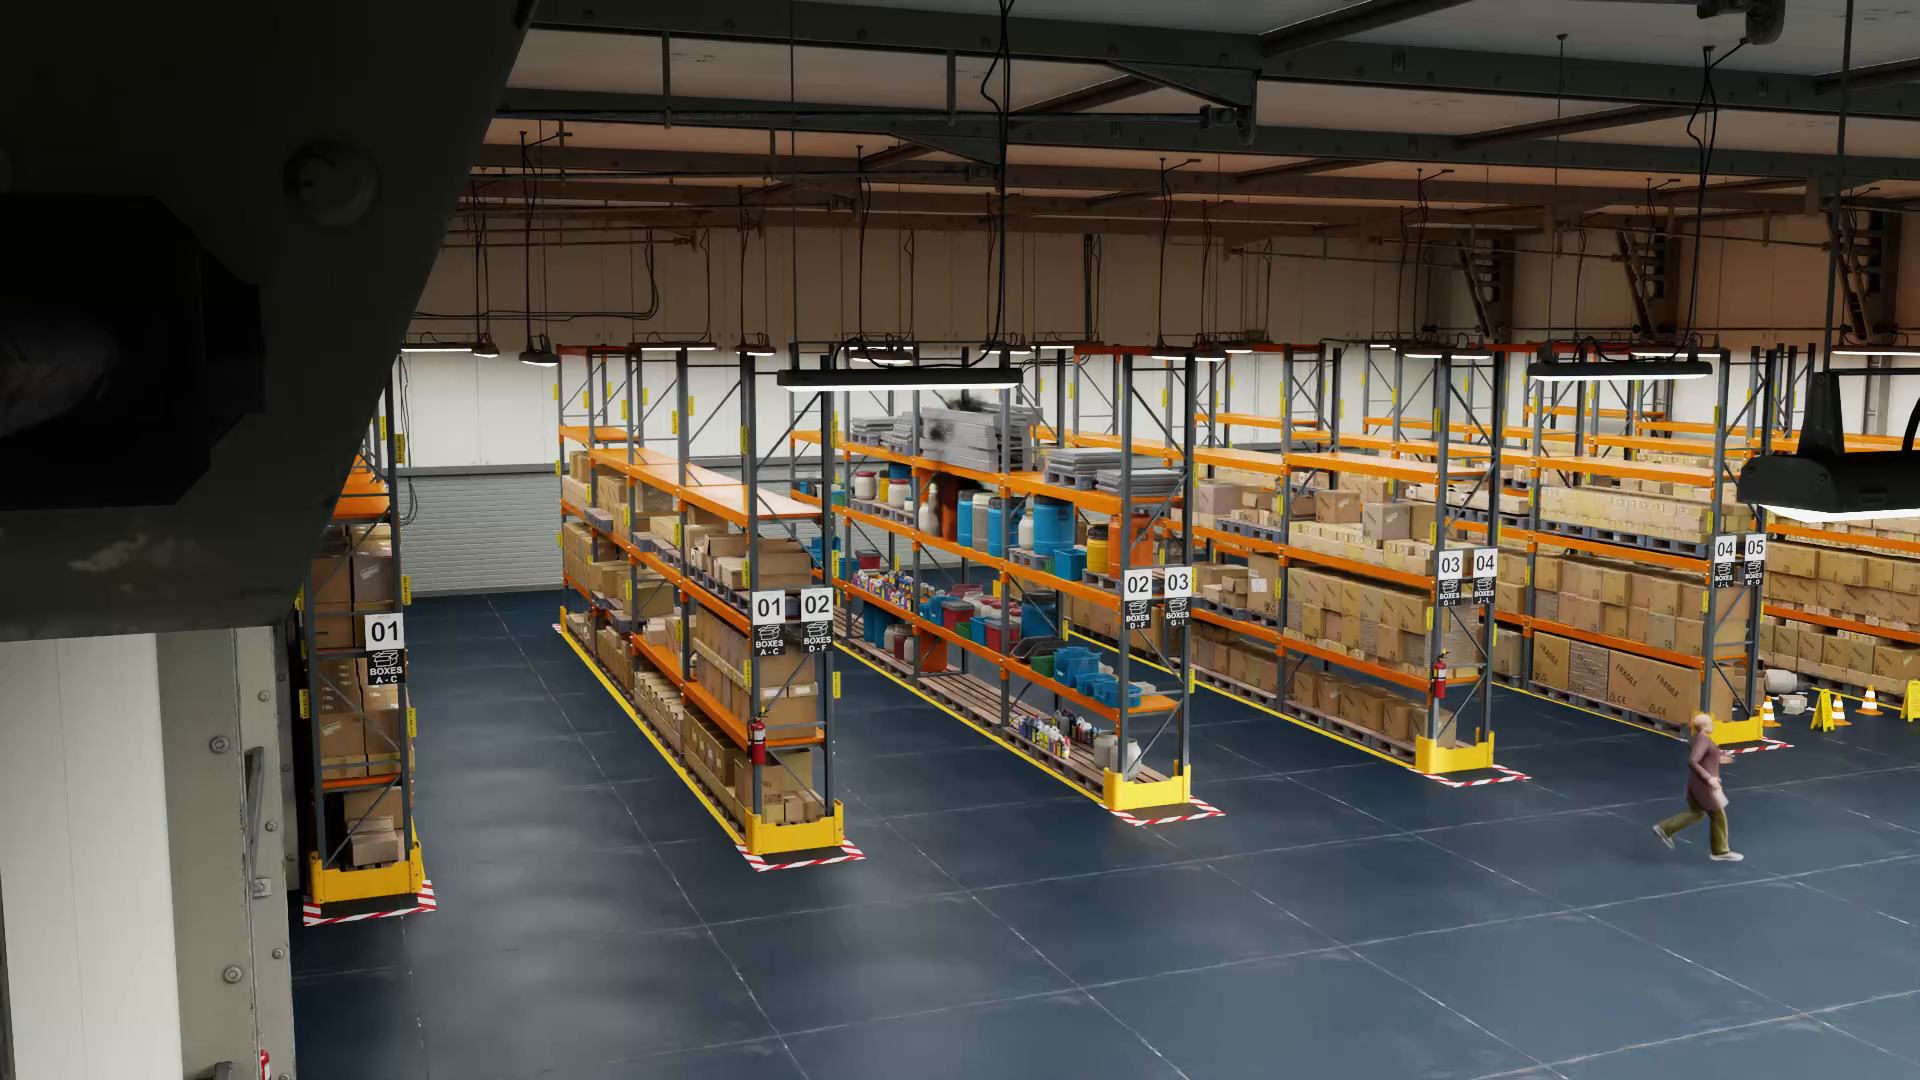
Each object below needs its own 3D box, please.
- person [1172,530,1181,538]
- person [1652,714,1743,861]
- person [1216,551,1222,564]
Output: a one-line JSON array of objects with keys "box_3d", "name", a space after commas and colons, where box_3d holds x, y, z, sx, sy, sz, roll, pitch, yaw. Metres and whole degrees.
[{"box_3d": [4.942, 0.618, 38.246, 0.665, 1.775, 0.864, -3, 8, -21], "name": "person"}, {"box_3d": [8.828, 2.937, 19.804, 1.021, 1.754, 0.715, 1, 7, 9], "name": "person"}, {"box_3d": [6.557, 0.268, 41.581, 0.575, 1.622, 0.622, 5, 9, 32], "name": "person"}]
